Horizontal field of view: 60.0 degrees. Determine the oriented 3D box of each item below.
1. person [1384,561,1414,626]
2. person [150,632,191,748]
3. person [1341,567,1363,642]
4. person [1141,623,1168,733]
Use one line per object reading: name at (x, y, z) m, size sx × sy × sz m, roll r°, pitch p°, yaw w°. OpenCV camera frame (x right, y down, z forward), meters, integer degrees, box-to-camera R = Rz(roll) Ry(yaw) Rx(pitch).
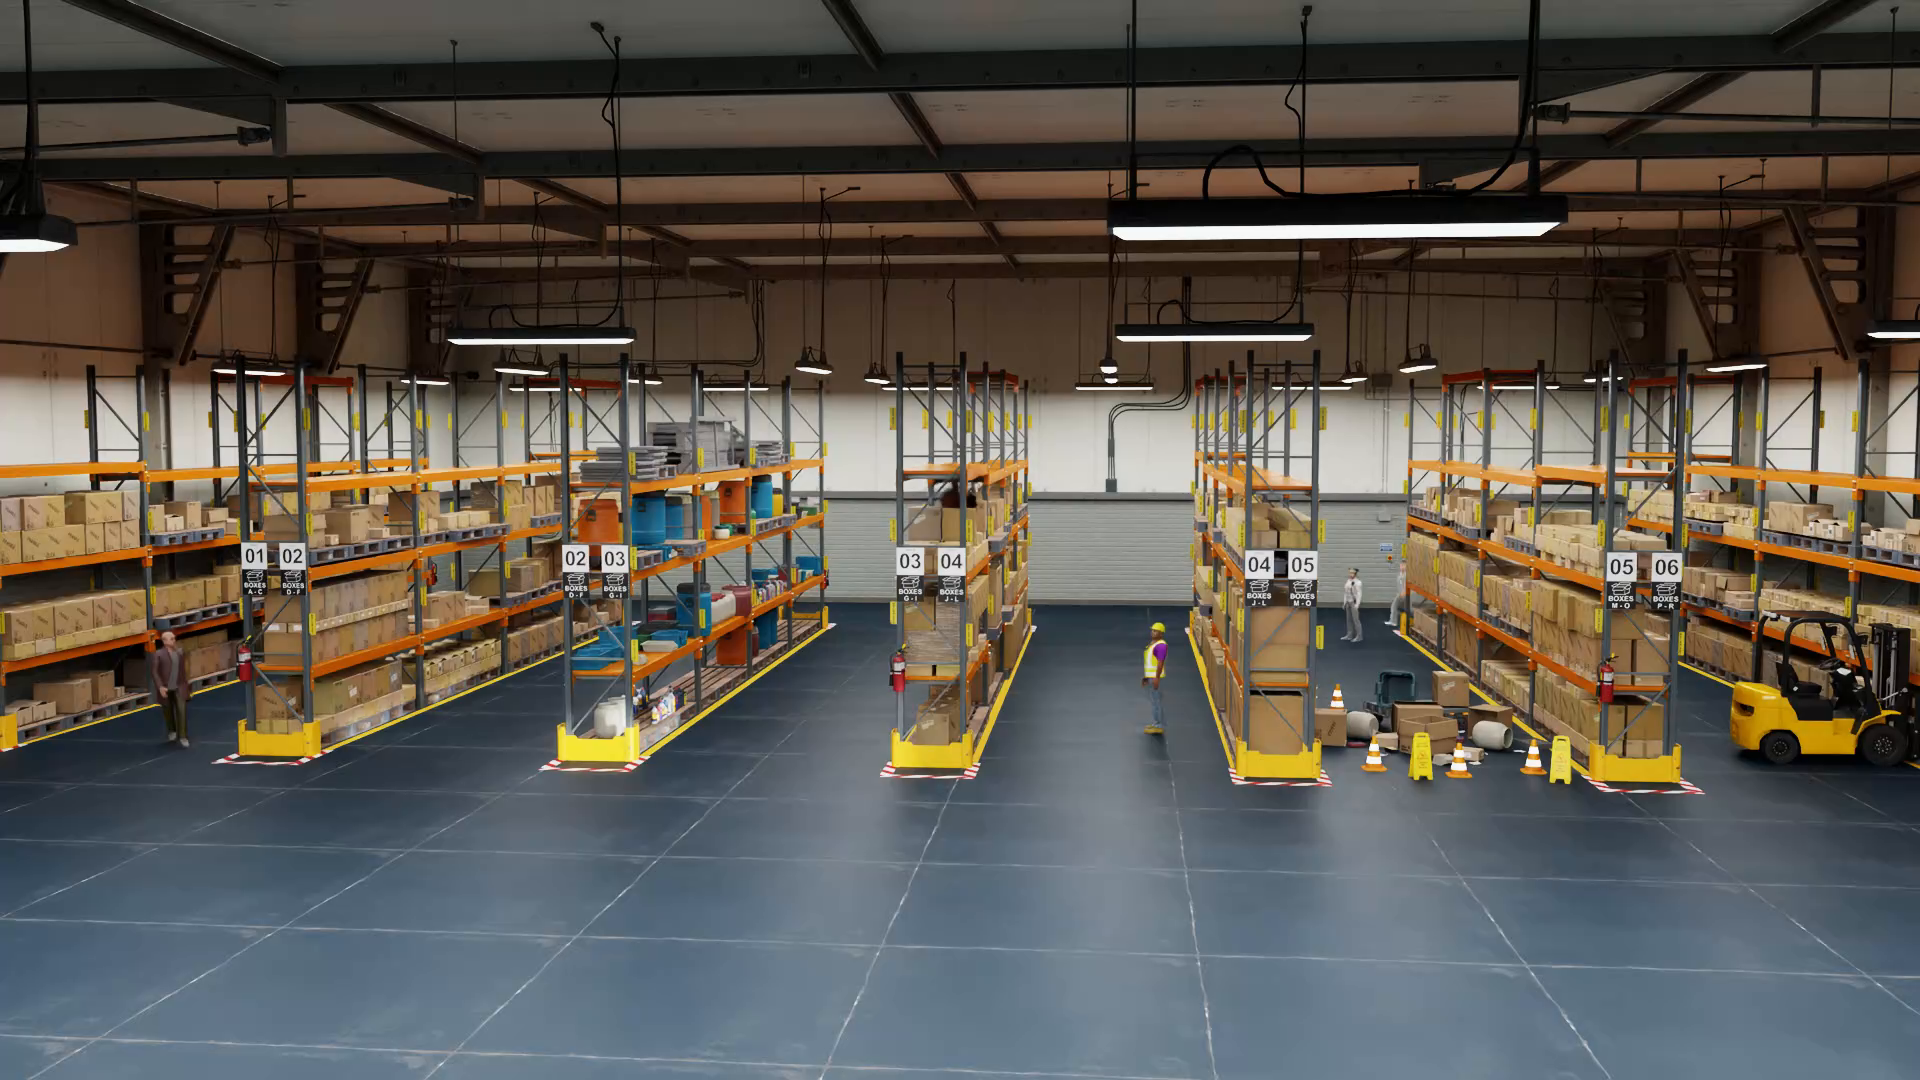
person at (10.872, 1.308, 40.550) m, size 0.997 × 1.616 × 0.542 m, roll 1°, pitch 4°, yaw 11°
person at (-12.178, 2.281, 25.662) m, size 0.549 × 1.731 × 1.034 m, roll -2°, pitch 4°, yaw -24°
person at (8.959, 1.475, 38.071) m, size 0.410 × 1.720 × 0.541 m, roll -1°, pitch 4°, yaw -11°
person at (3.129, 2.215, 26.766) m, size 0.401 × 1.761 × 0.634 m, roll 0°, pitch 4°, yaw 2°
